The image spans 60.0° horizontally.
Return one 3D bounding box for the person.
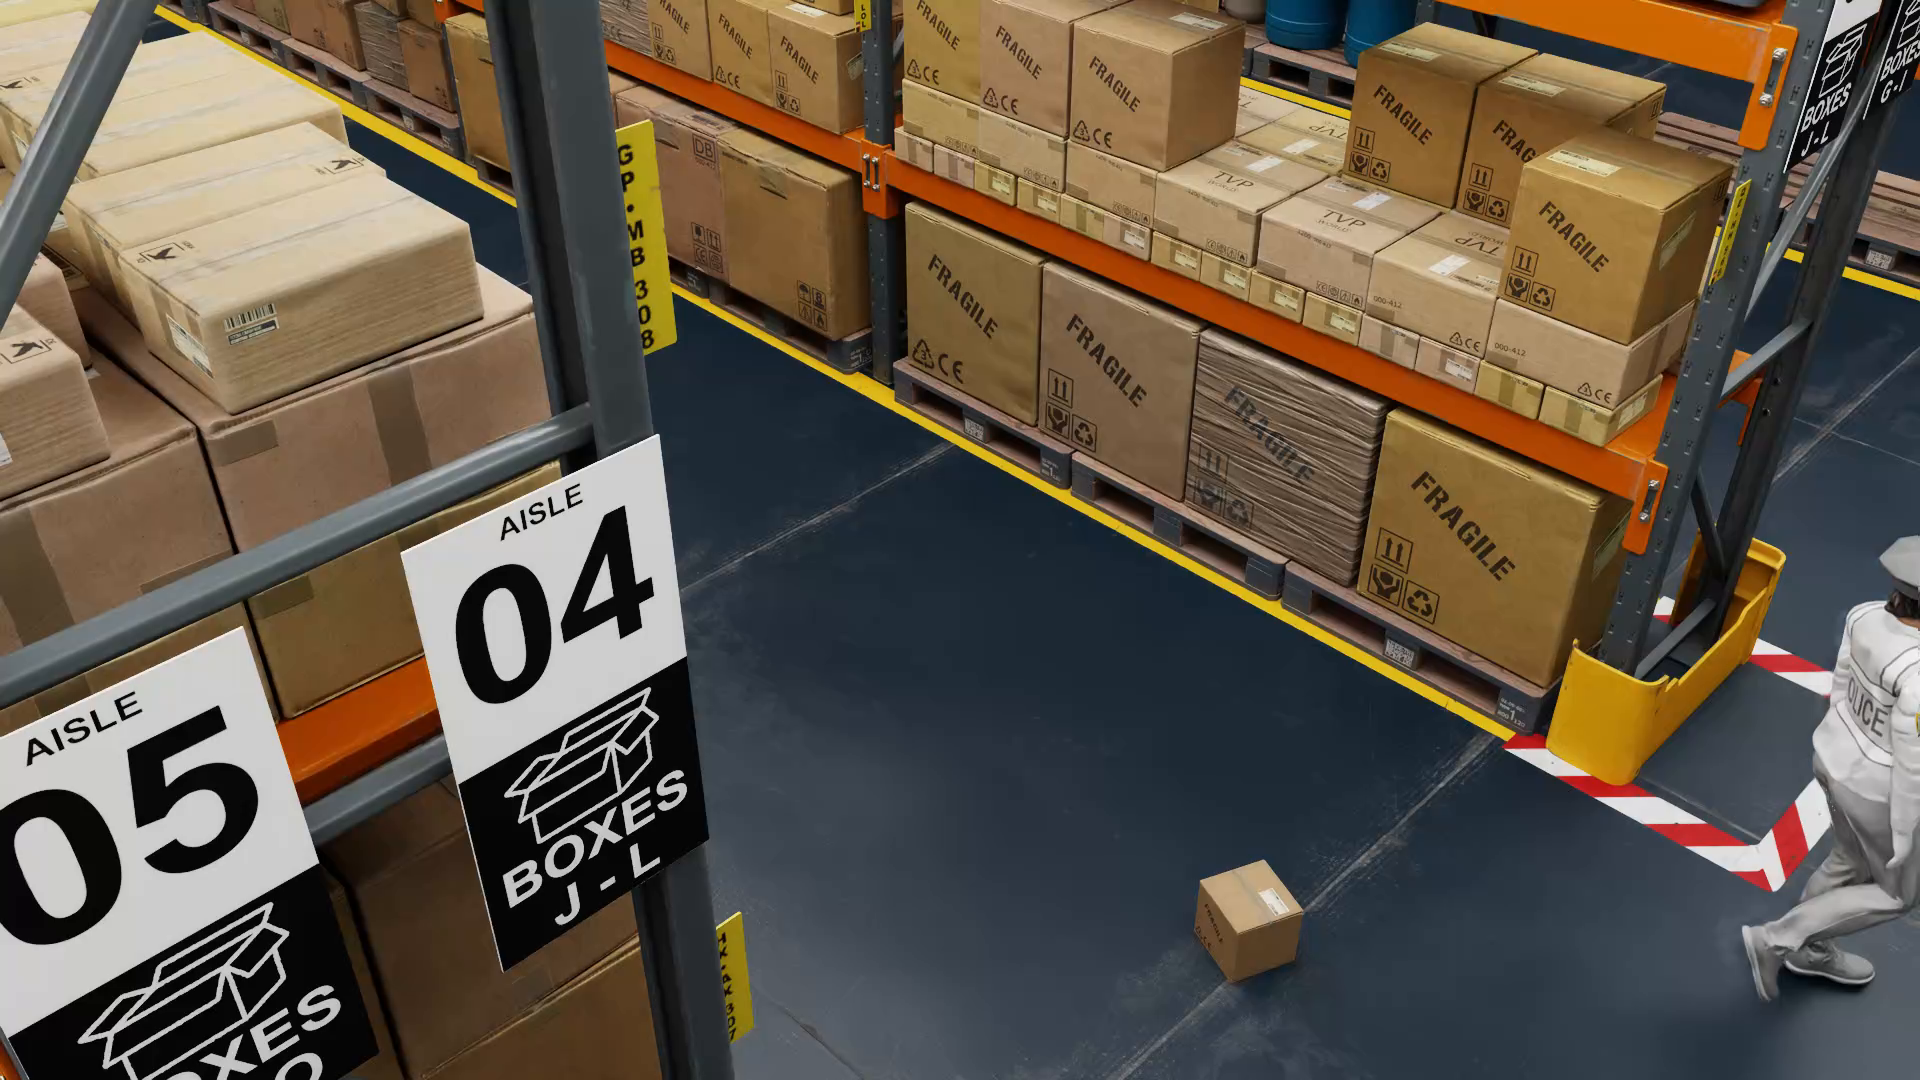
[{"bbox_3d":[2.760,0.729,5.095,0.534,1.658,0.518,2,36,2],"label":"person"}]
